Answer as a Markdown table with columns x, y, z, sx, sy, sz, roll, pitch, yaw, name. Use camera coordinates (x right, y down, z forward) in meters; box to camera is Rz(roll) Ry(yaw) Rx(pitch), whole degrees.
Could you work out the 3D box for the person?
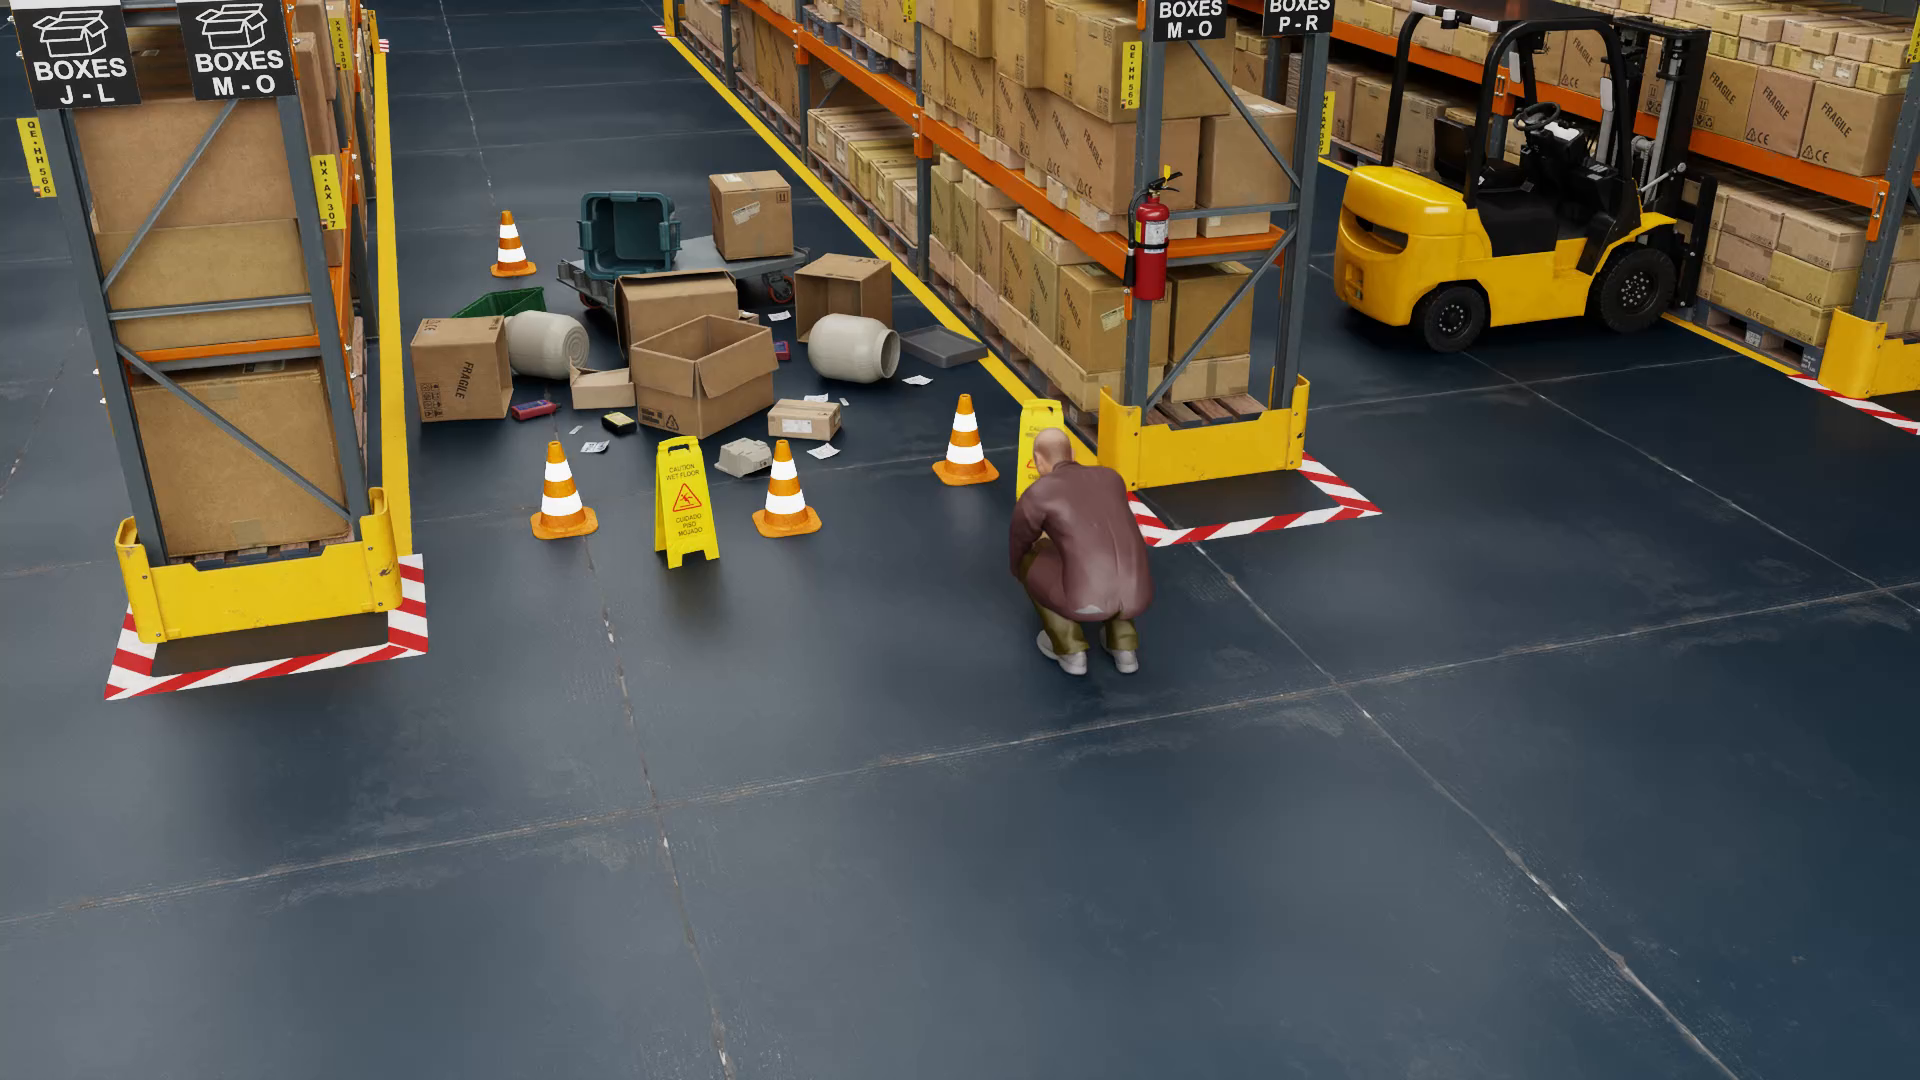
| x | y | z | sx | sy | sz | roll | pitch | yaw | name |
| --- | --- | --- | --- | --- | --- | --- | --- | --- | --- |
| 0.532 | 0.037 | 7.452 | 0.605 | 0.997 | 0.902 | -8 | 27 | -16 | person |
